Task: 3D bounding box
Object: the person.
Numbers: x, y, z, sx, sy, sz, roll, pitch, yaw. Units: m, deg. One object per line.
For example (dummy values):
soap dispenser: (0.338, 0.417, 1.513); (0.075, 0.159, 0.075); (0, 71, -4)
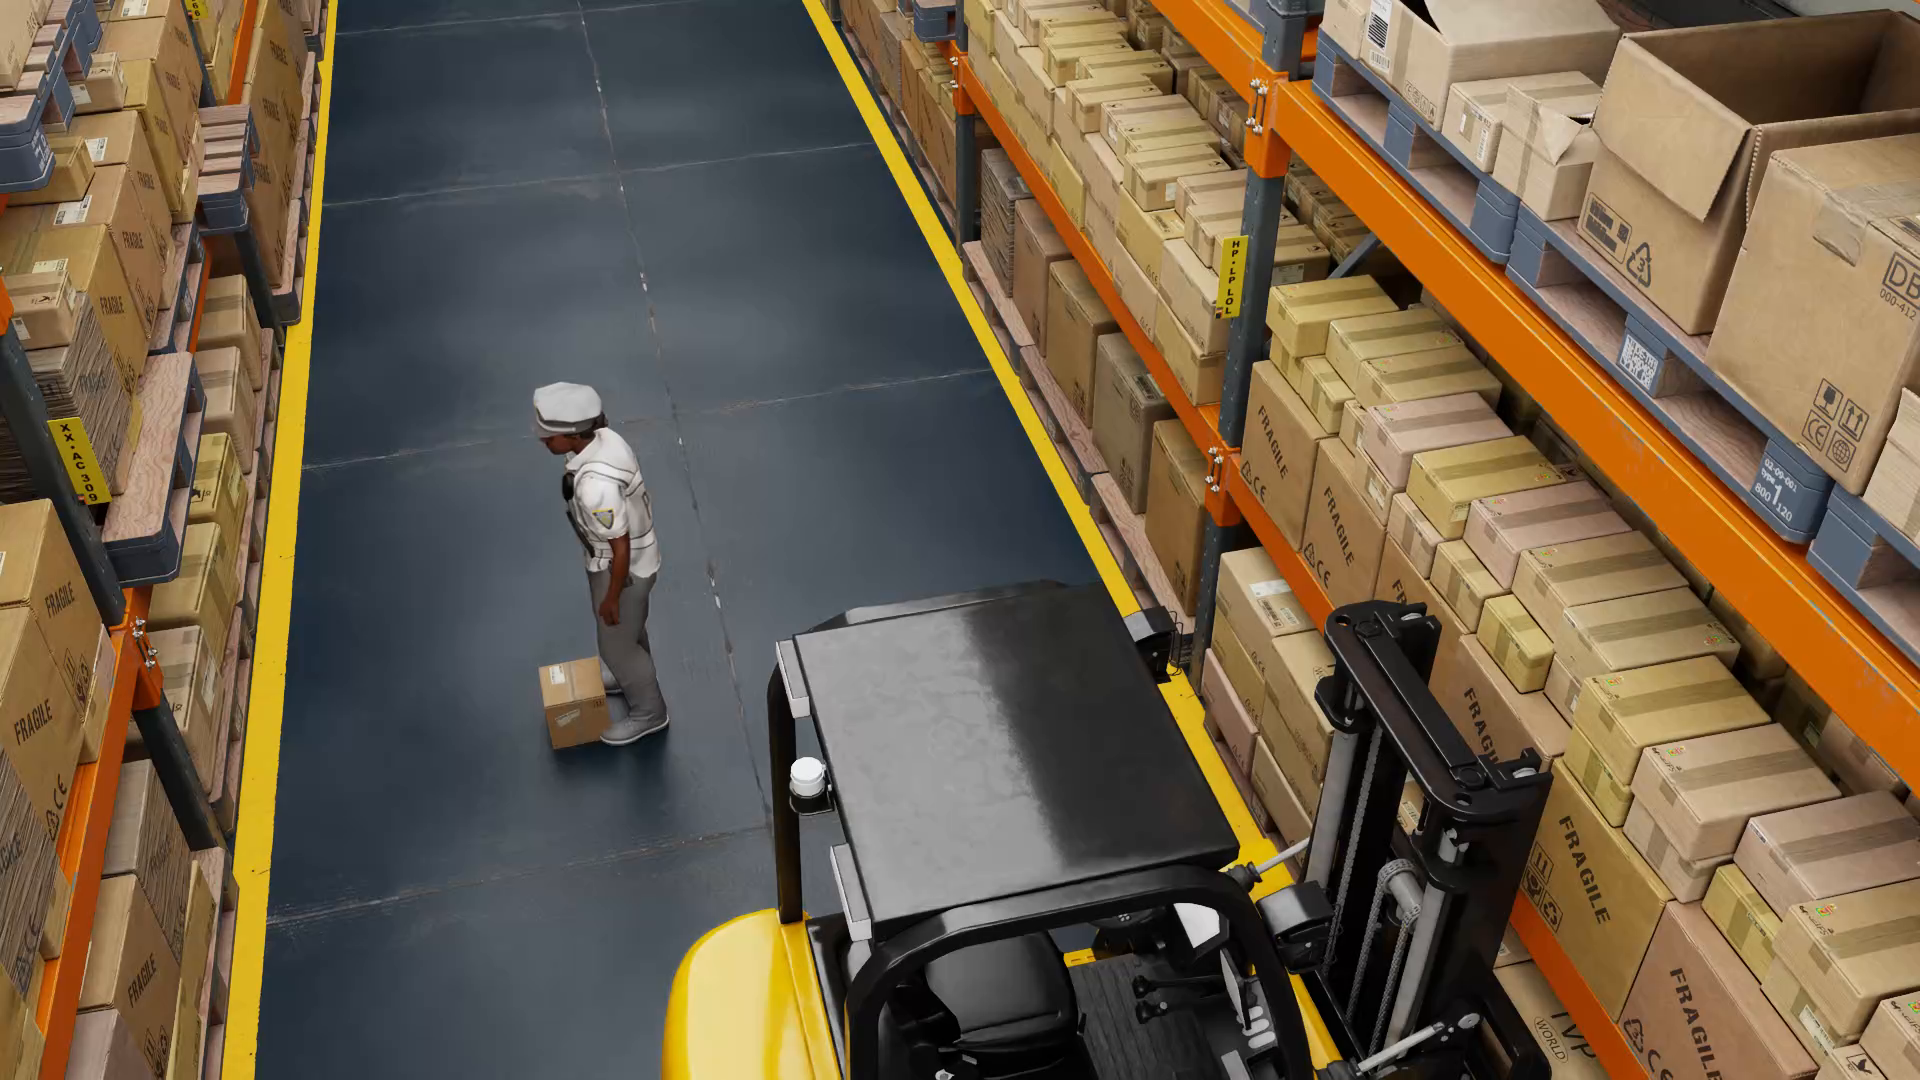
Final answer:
person: (-1.390, 0.090, 6.599); (0.393, 1.662, 0.527); (-11, 40, -13)
